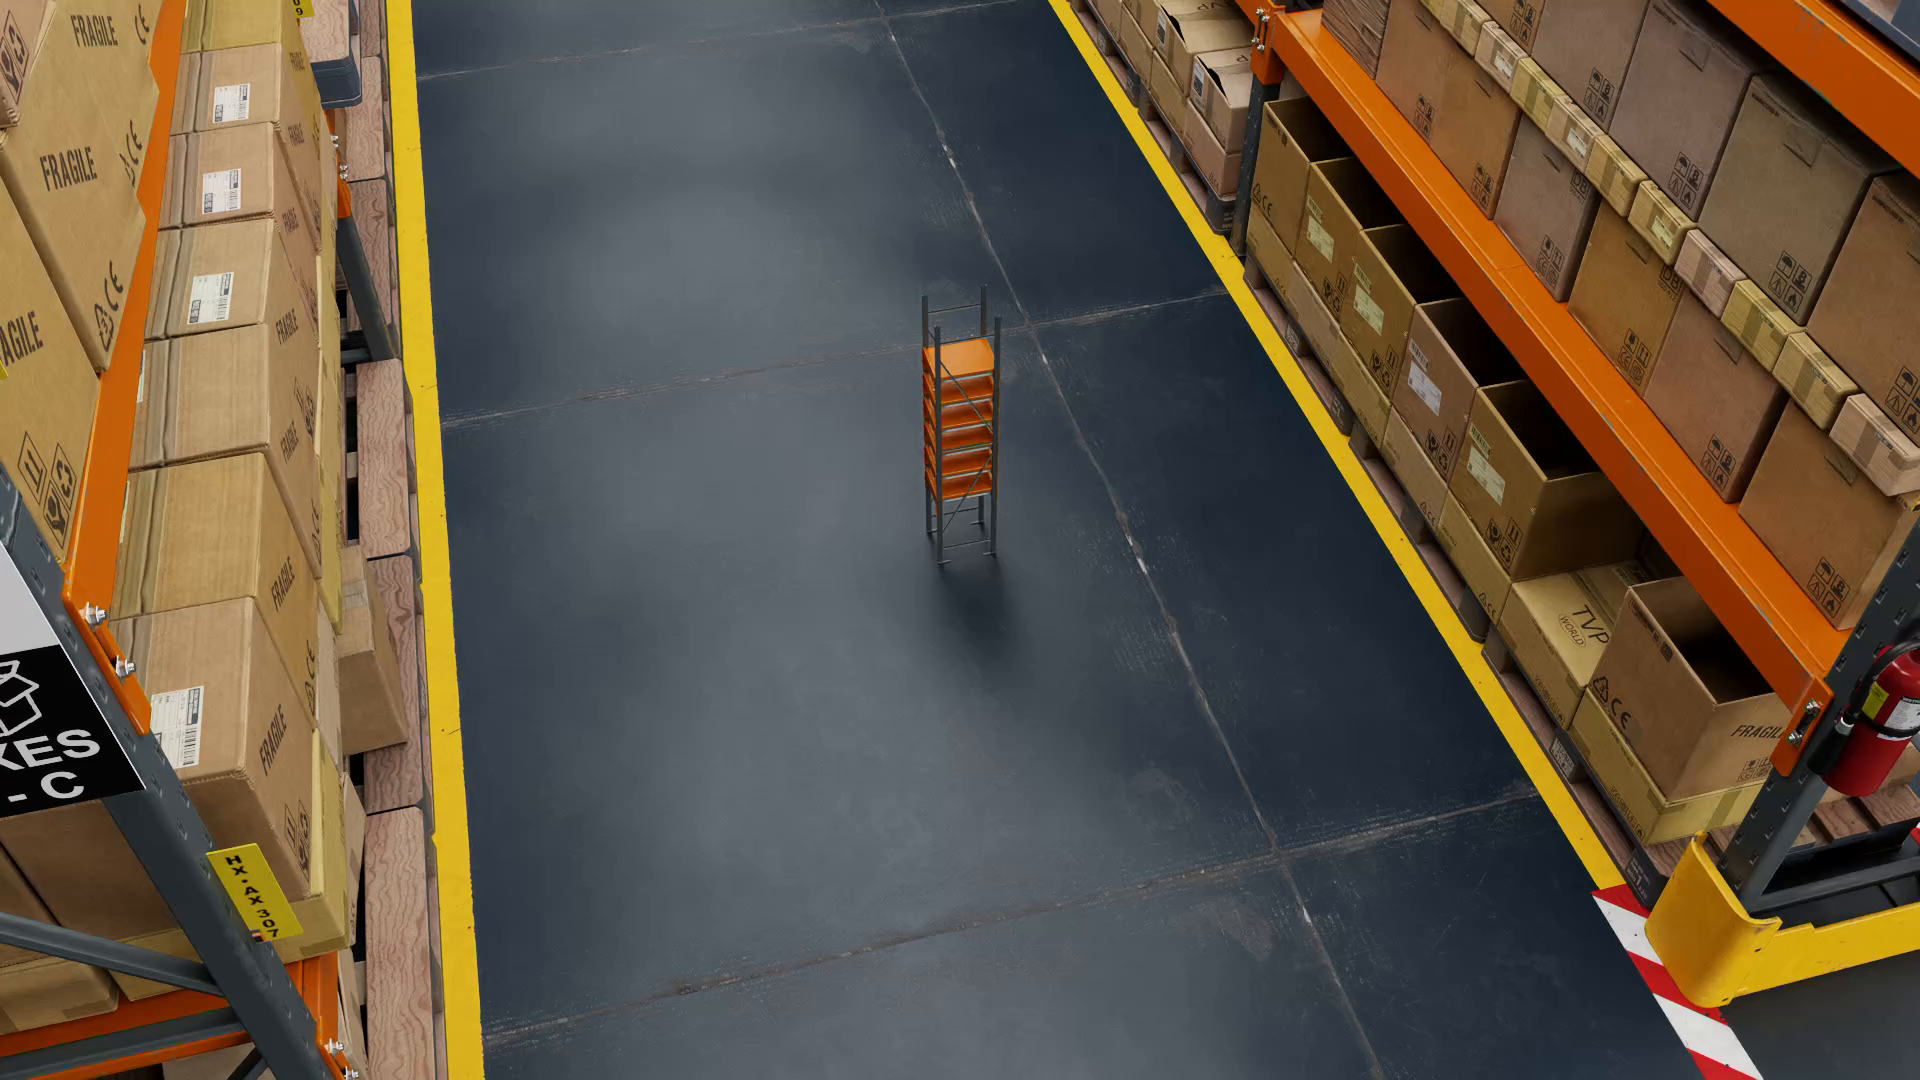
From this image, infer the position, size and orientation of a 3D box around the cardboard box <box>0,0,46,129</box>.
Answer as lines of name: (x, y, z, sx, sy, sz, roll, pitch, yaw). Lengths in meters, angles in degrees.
cardboard box: (-1.886, -0.991, 2.737, 0.500, 0.500, 0.500, -11, 47, -11)

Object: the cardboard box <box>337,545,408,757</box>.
cardboard box: (-2.318, 0.434, 5.667, 0.700, 0.500, 0.500, -13, 47, -13)

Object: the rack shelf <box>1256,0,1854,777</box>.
rack shelf: (2.333, -0.921, 6.056, 1.077, 0.370, 4.000, -11, 47, -10)

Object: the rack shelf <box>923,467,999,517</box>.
rack shelf: (0.004, -0.211, 6.515, 0.258, 0.103, 0.180, -11, 47, -10)

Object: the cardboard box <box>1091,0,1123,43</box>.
cardboard box: (1.047, -3.026, 9.246, 0.500, 0.250, 0.500, -10, 46, -10)

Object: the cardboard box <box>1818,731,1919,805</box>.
cardboard box: (2.923, 0.613, 5.681, 0.500, 0.250, 0.500, -11, 47, -10)

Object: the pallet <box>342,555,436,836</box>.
pallet: (-2.445, 0.632, 5.983, 1.003, 0.211, 1.213, -11, 47, -10)

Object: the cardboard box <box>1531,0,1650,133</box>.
cardboard box: (2.326, -1.698, 5.335, 0.700, 0.500, 0.500, -11, 47, -10)

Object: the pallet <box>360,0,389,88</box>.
pallet: (-3.792, -2.891, 9.435, 1.003, 0.211, 1.213, -11, 47, -10)

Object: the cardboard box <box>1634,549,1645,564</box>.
cardboard box: (2.664, -0.077, 6.357, 0.500, 0.250, 0.500, -11, 47, -10)

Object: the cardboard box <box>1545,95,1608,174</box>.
cardboard box: (2.164, -1.353, 5.452, 0.380, 0.149, 0.250, -11, 47, -11)

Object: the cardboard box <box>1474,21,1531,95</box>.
cardboard box: (2.036, -1.706, 5.797, 0.380, 0.149, 0.250, -12, 47, -11)

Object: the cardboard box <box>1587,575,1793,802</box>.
cardboard box: (2.420, 0.445, 5.320, 0.500, 0.500, 0.500, -11, 47, -10)

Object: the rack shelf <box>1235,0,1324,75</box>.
rack shelf: (1.309, -3.683, 8.762, 1.077, 0.370, 4.000, -11, 47, -10)

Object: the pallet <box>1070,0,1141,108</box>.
pallet: (1.279, -2.923, 9.467, 1.003, 0.211, 1.213, -11, 47, -10)

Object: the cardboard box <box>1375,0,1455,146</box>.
cardboard box: (2.082, -1.920, 6.462, 0.700, 0.500, 0.500, -11, 47, -11)

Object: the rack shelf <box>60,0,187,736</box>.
rack shelf: (-2.455, -1.063, 4.095, 1.077, 0.370, 4.000, -11, 47, -10)

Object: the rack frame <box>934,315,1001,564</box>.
rack frame: (0.027, -0.347, 6.250, 0.240, 1.200, 0.006, -11, 47, -10)

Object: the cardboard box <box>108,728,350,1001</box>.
cardboard box: (-1.761, 0.767, 3.989, 0.500, 0.250, 0.500, -12, 47, -11)

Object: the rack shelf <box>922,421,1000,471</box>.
rack shelf: (0.004, -0.379, 6.343, 0.258, 0.103, 0.180, -11, 47, -10)

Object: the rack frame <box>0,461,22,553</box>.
rack frame: (-1.943, -0.983, 1.413, 1.000, 3.000, 0.127, -11, 47, -10)

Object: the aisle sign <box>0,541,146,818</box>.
aisle sign: (-1.634, 0.201, 2.632, 0.394, 0.787, 0.004, -11, 47, -10)

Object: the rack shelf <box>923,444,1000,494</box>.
rack shelf: (0.004, -0.295, 6.429, 0.258, 0.103, 0.180, -11, 47, -10)

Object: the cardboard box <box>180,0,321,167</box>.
cardboard box: (-2.547, -1.592, 5.776, 0.500, 0.500, 0.500, -11, 47, -10)

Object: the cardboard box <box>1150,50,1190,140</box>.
cardboard box: (1.307, -2.321, 8.556, 0.500, 0.250, 0.500, -11, 47, -11)

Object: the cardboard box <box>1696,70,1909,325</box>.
cardboard box: (2.584, -1.004, 4.656, 0.700, 0.500, 0.500, -12, 47, -11)

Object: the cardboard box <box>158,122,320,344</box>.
cardboard box: (-2.295, -0.899, 5.097, 0.500, 0.500, 0.500, -12, 47, -11)

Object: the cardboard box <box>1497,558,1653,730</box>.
cardboard box: (2.283, 0.364, 5.924, 0.500, 0.250, 0.500, -11, 47, -10)

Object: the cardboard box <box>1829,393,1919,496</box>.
cardboard box: (2.563, -0.283, 4.403, 0.380, 0.149, 0.250, -11, 47, -11)

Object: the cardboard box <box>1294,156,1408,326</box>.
cardboard box: (1.773, -1.279, 7.010, 0.500, 0.500, 0.500, -11, 47, -10)

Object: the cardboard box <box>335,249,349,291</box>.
cardboard box: (-3.171, -1.429, 7.493, 0.700, 0.500, 0.500, -9, 46, -9)

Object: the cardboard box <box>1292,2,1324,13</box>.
cardboard box: (1.833, -2.612, 8.448, 0.500, 0.311, 0.500, -11, 47, -11)

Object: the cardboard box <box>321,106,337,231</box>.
cardboard box: (-2.552, -1.328, 6.042, 0.500, 0.250, 0.500, -11, 47, -10)

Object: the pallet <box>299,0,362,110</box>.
pallet: (-3.022, -2.132, 6.874, 1.003, 0.211, 1.213, -11, 47, -10)

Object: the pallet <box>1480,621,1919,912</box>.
pallet: (2.609, 0.664, 5.952, 1.003, 0.211, 1.213, -11, 47, -10)

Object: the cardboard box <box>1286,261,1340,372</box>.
cardboard box: (1.770, -1.016, 7.277, 0.500, 0.250, 0.500, -11, 47, -10)

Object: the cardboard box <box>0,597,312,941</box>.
cardboard box: (-1.774, 0.515, 3.711, 0.500, 0.500, 0.500, -11, 47, -10)

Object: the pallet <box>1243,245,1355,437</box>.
pallet: (1.984, -1.021, 7.603, 1.003, 0.211, 1.213, -11, 47, -10)

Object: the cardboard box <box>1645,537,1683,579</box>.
cardboard box: (2.793, 0.005, 5.751, 0.500, 0.500, 0.500, -11, 47, -10)

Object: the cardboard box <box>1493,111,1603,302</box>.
cardboard box: (2.339, -1.220, 5.775, 0.700, 0.500, 0.500, -9, 46, -9)

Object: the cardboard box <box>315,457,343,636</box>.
cardboard box: (-2.032, 0.058, 4.684, 0.500, 0.250, 0.500, -11, 47, -11)

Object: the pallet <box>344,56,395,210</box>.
pallet: (-3.483, -2.050, 8.612, 1.003, 0.211, 1.213, -11, 47, -10)

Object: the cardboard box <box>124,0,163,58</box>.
cardboard box: (-2.184, -1.353, 3.792, 0.500, 0.500, 0.500, -8, 46, -8)

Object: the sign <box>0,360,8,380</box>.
sign: (-1.418, -0.339, 2.270, 0.100, 0.325, 0.005, -11, 47, -10)

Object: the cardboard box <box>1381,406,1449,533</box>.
cardboard box: (2.027, -0.326, 6.601, 0.500, 0.250, 0.500, -11, 47, -10)

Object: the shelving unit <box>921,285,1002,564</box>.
shelving unit: (0.004, -0.410, 6.312, 0.258, 1.200, 0.189, -11, 47, -10)

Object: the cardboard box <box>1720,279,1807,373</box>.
cardboard box: (2.429, -0.640, 4.753, 0.380, 0.149, 0.250, -11, 47, -11)

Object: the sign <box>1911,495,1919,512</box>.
sign: (2.317, -0.190, 3.860, 0.100, 0.325, 0.005, -11, 47, -10)

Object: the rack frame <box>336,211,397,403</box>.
rack frame: (-2.967, -1.645, 6.262, 1.000, 3.000, 0.127, -11, 47, -10)

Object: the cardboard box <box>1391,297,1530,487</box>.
cardboard box: (2.023, -0.588, 6.332, 0.500, 0.500, 0.500, -11, 47, -10)

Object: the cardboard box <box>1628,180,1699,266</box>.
cardboard box: (2.299, -0.995, 5.101, 0.380, 0.149, 0.250, -9, 46, -9)

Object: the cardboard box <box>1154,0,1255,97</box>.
cardboard box: (1.301, -2.520, 8.358, 0.500, 0.311, 0.500, -10, 46, -9)

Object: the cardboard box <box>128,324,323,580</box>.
cardboard box: (-2.017, -0.186, 4.398, 0.500, 0.500, 0.500, -12, 47, -12)

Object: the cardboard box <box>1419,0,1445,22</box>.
cardboard box: (1.903, -2.063, 6.147, 0.380, 0.149, 0.250, -11, 47, -11)

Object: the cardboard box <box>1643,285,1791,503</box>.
cardboard box: (2.599, -0.513, 5.083, 0.700, 0.500, 0.500, -10, 46, -9)

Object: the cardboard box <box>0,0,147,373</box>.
cardboard box: (-1.890, -0.629, 3.082, 0.500, 0.500, 0.500, -8, 46, -8)

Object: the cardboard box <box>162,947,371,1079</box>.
cardboard box: (-2.033, 1.409, 4.843, 0.500, 0.311, 0.500, -16, 48, -15)

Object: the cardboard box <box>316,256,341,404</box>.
cardboard box: (-2.289, -0.638, 5.366, 0.500, 0.250, 0.500, -11, 47, -11)
